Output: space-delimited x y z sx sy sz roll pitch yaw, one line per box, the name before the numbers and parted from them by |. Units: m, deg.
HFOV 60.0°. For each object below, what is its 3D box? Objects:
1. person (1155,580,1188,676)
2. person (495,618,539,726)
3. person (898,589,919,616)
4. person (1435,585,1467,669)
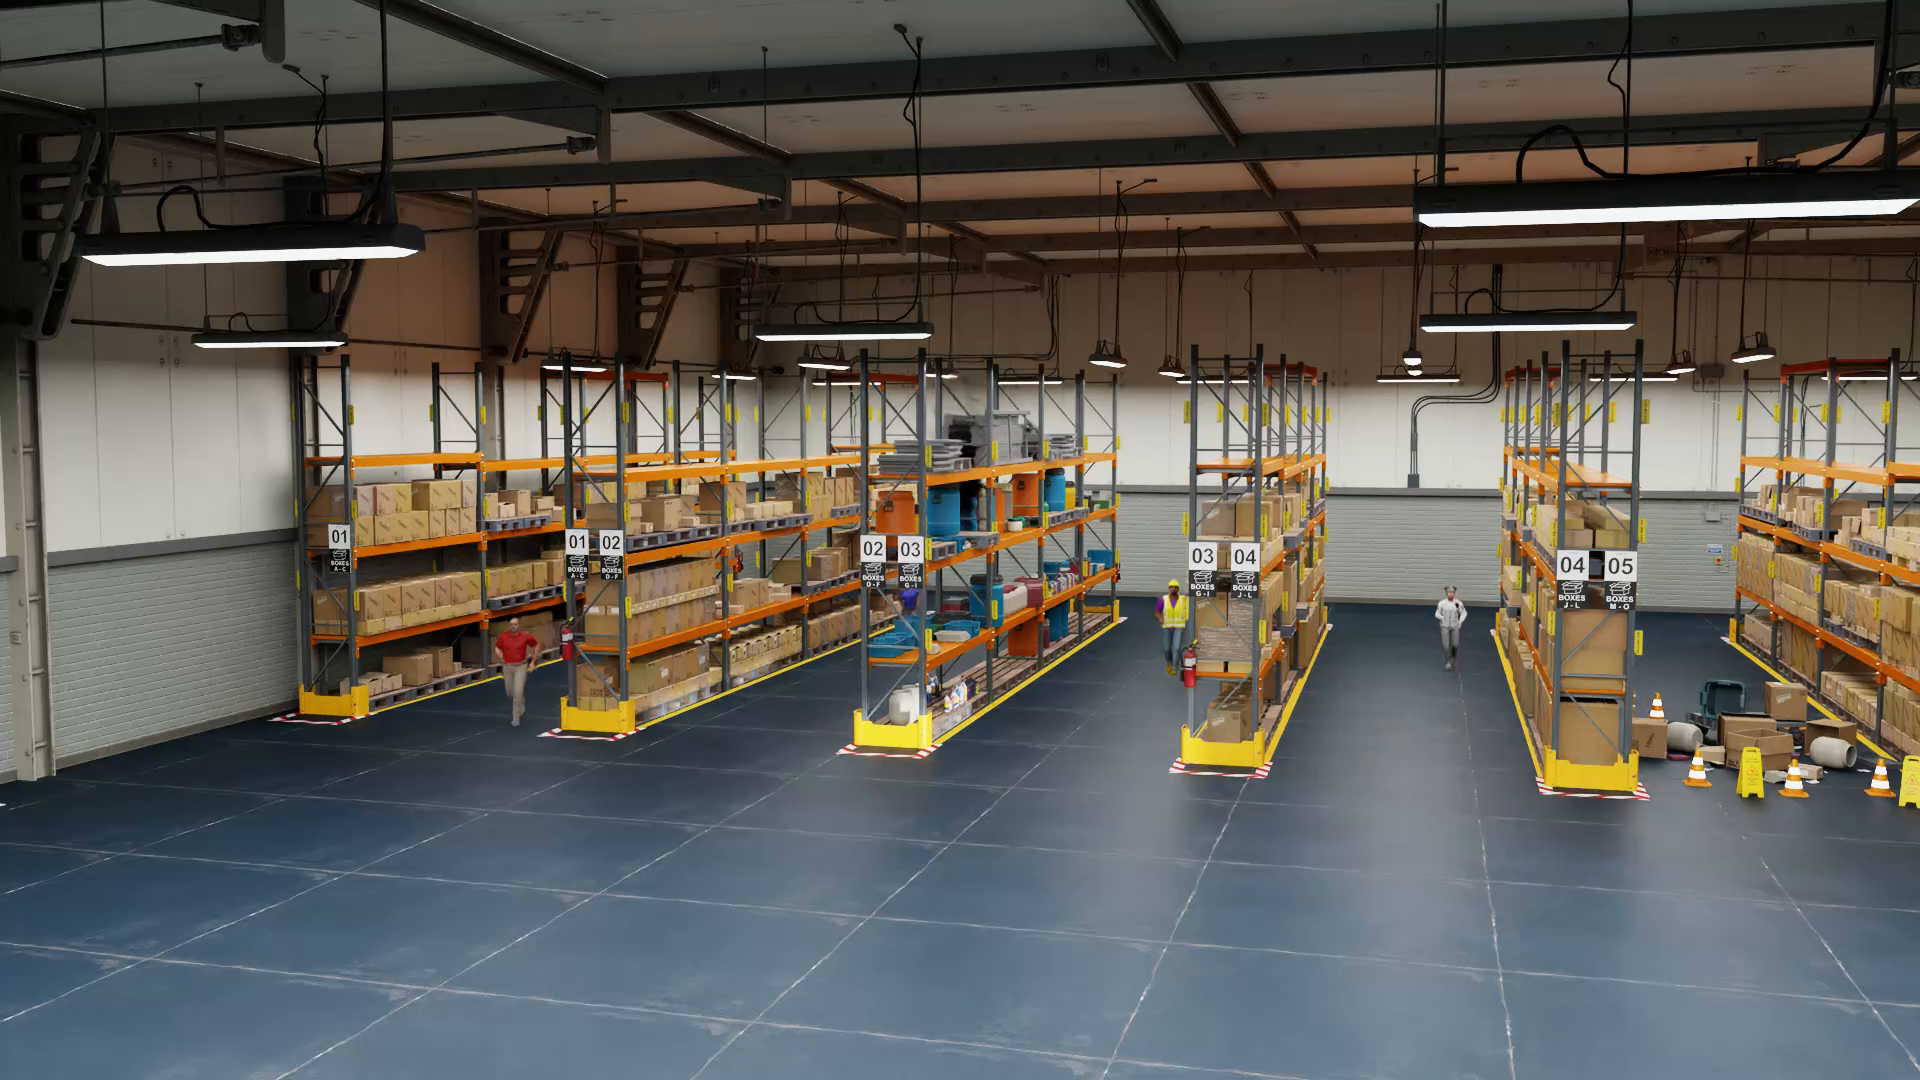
person | 3.892 1.596 30.238 0.706 1.736 0.647 1 4 10
person | -7.258 2.130 27.166 0.701 1.737 0.799 0 4 3
person | -1.042 1.563 35.028 0.548 1.662 0.681 1 4 14
person | 9.633 1.720 32.635 0.602 1.650 0.554 1 4 16
